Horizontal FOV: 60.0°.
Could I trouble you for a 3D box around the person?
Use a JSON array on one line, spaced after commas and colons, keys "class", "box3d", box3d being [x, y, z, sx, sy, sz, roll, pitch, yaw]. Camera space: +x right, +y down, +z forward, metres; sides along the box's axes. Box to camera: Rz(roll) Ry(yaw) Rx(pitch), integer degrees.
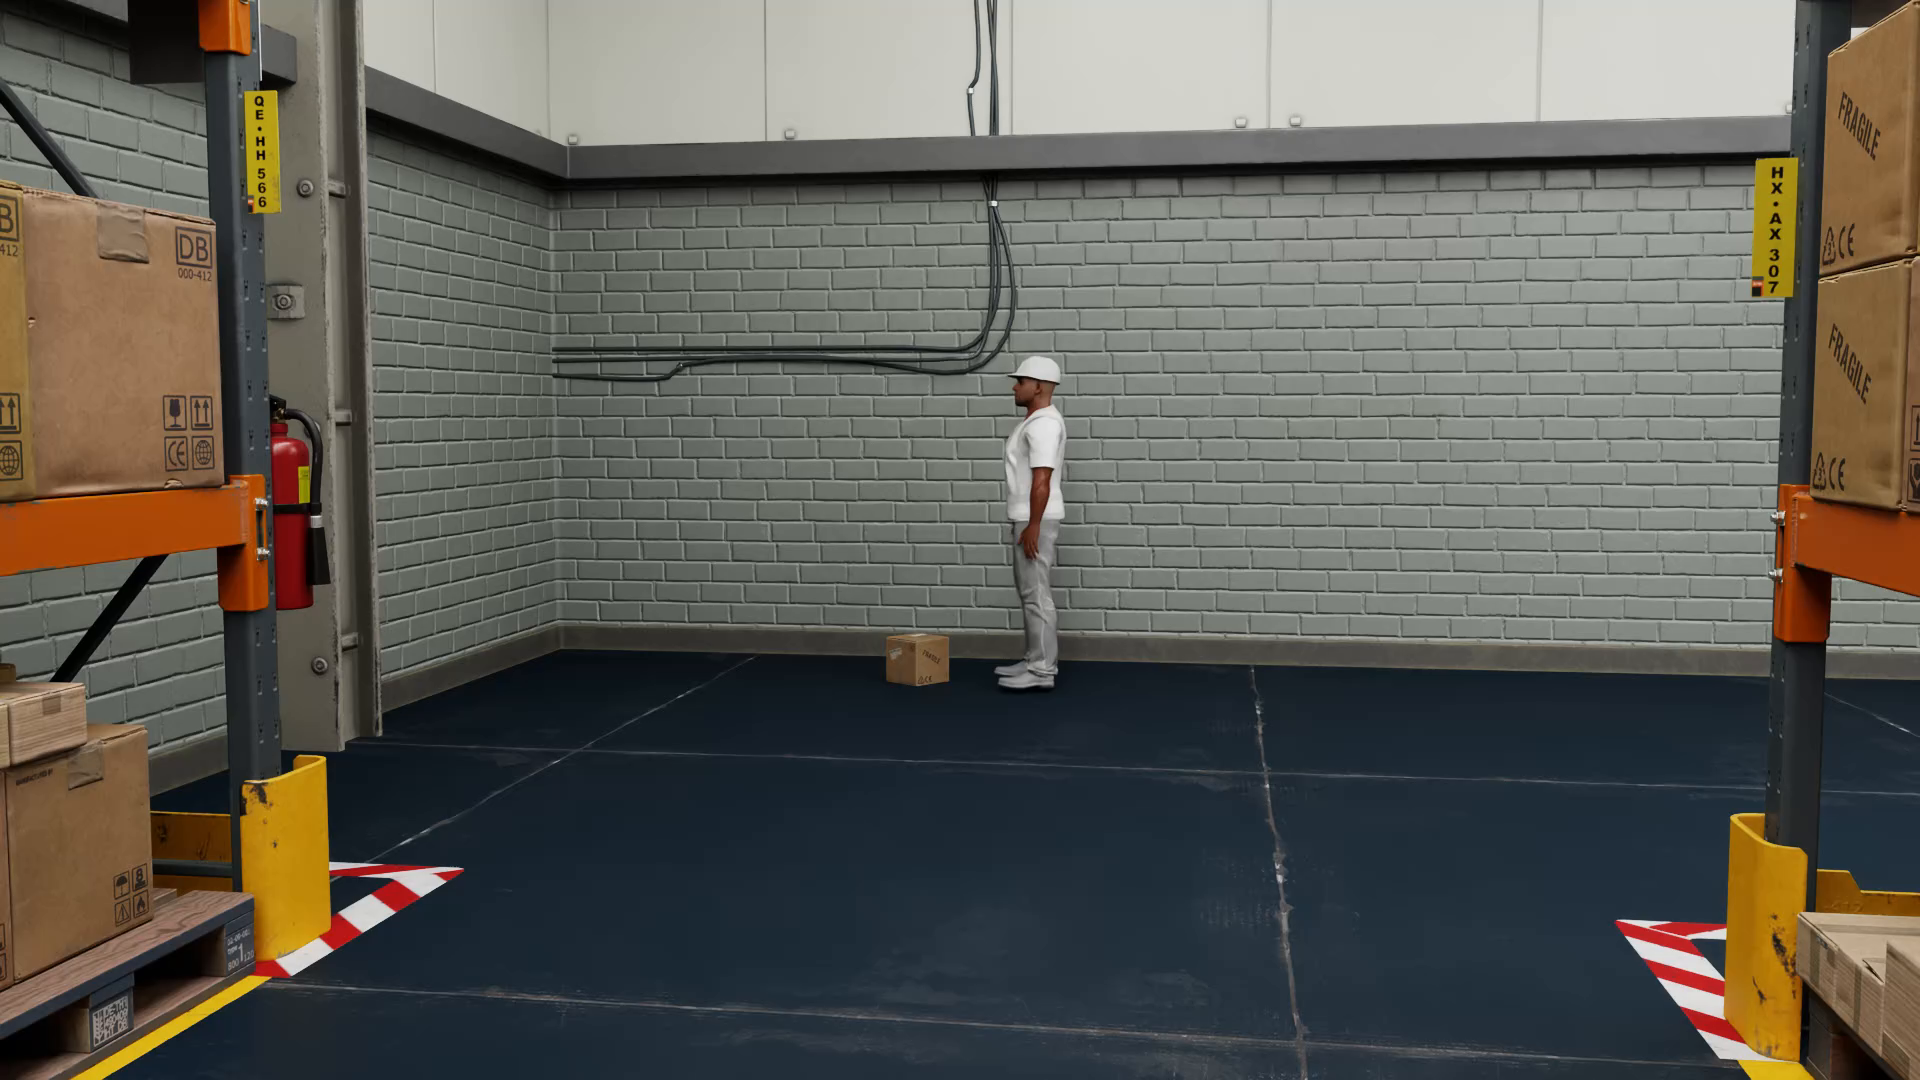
[{"class": "person", "box3d": [0.379, -0.103, 8.997, 0.388, 1.771, 0.597, 0, 4, 3]}]
